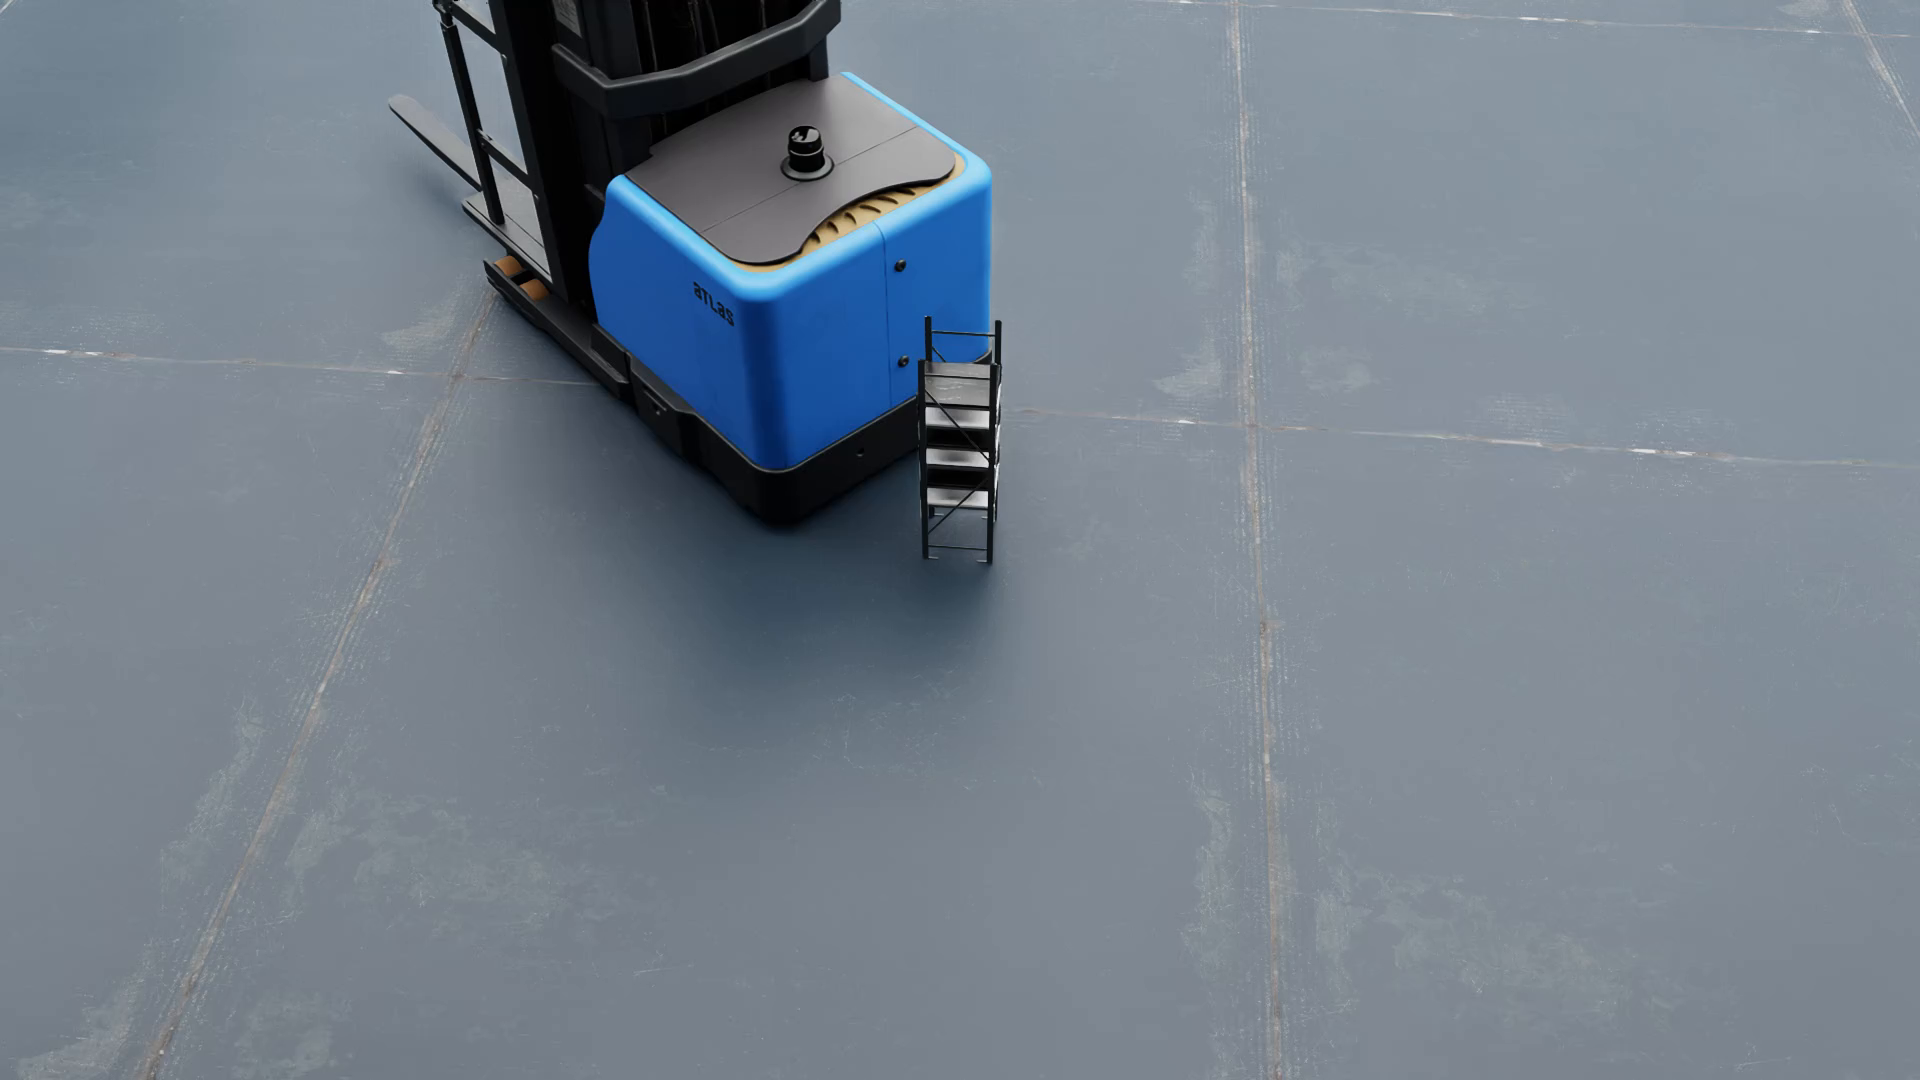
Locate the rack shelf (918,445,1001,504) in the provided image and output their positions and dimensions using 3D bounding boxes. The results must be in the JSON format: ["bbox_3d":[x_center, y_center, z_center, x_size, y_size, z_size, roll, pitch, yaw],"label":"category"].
[{"bbox_3d":[0.001,-0.226,5.514,0.258,0.077,0.200,4,48,4],"label":"rack shelf"}]

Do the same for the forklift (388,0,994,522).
[{"bbox_3d":[-1.227,-2.065,5.652,1.130,2.935,3.031,-33,55,-26],"label":"forklift"}]

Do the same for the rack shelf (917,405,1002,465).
[{"bbox_3d":[0.001,-0.348,5.382,0.258,0.077,0.200,4,48,4],"label":"rack shelf"}]

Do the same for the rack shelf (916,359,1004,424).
[{"bbox_3d":[0.001,-0.469,5.249,0.258,0.077,0.200,4,48,4],"label":"rack shelf"}]

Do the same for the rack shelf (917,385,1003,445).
[{"bbox_3d":[0.001,-0.409,5.315,0.258,0.077,0.200,4,48,4],"label":"rack shelf"}]

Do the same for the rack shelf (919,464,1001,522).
[{"bbox_3d":[0.001,-0.166,5.581,0.258,0.077,0.200,4,48,4],"label":"rack shelf"}]

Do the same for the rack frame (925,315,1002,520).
[{"bbox_3d":[0.010,-0.384,5.492,0.240,0.900,0.006,4,48,4],"label":"rack frame"}]

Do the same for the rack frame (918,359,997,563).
[{"bbox_3d":[-0.009,-0.235,5.355,0.240,0.900,0.006,4,48,4],"label":"rack frame"}]

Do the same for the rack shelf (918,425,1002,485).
[{"bbox_3d":[0.001,-0.287,5.448,0.258,0.077,0.200,4,48,4],"label":"rack shelf"}]

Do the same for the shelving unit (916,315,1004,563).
[{"bbox_3d":[0.001,-0.310,5.423,0.258,0.900,0.210,4,48,4],"label":"shelving unit"}]
